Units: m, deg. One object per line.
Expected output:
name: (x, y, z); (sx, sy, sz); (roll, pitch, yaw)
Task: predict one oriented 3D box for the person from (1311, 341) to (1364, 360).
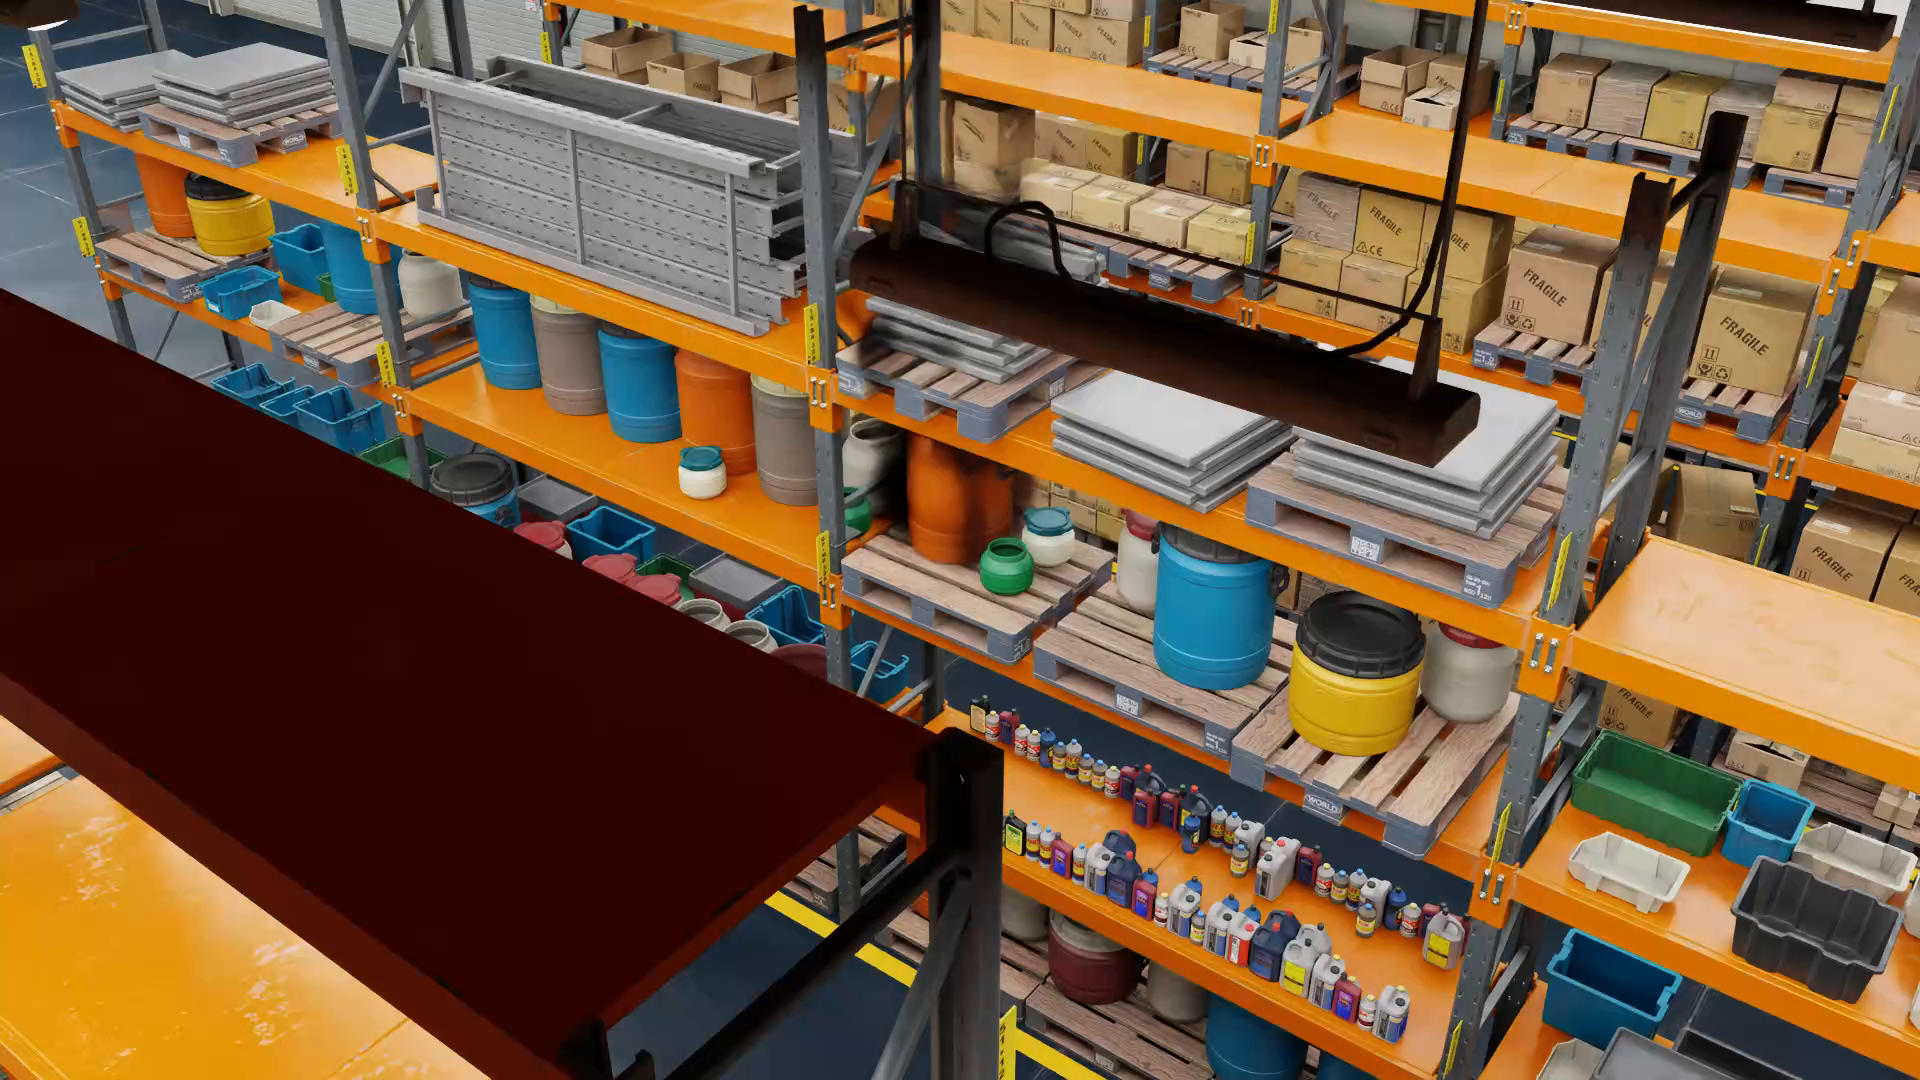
person: (3.528, -1.425, 15.969); (0.856, 1.826, 0.573); (14, 34, 22)
